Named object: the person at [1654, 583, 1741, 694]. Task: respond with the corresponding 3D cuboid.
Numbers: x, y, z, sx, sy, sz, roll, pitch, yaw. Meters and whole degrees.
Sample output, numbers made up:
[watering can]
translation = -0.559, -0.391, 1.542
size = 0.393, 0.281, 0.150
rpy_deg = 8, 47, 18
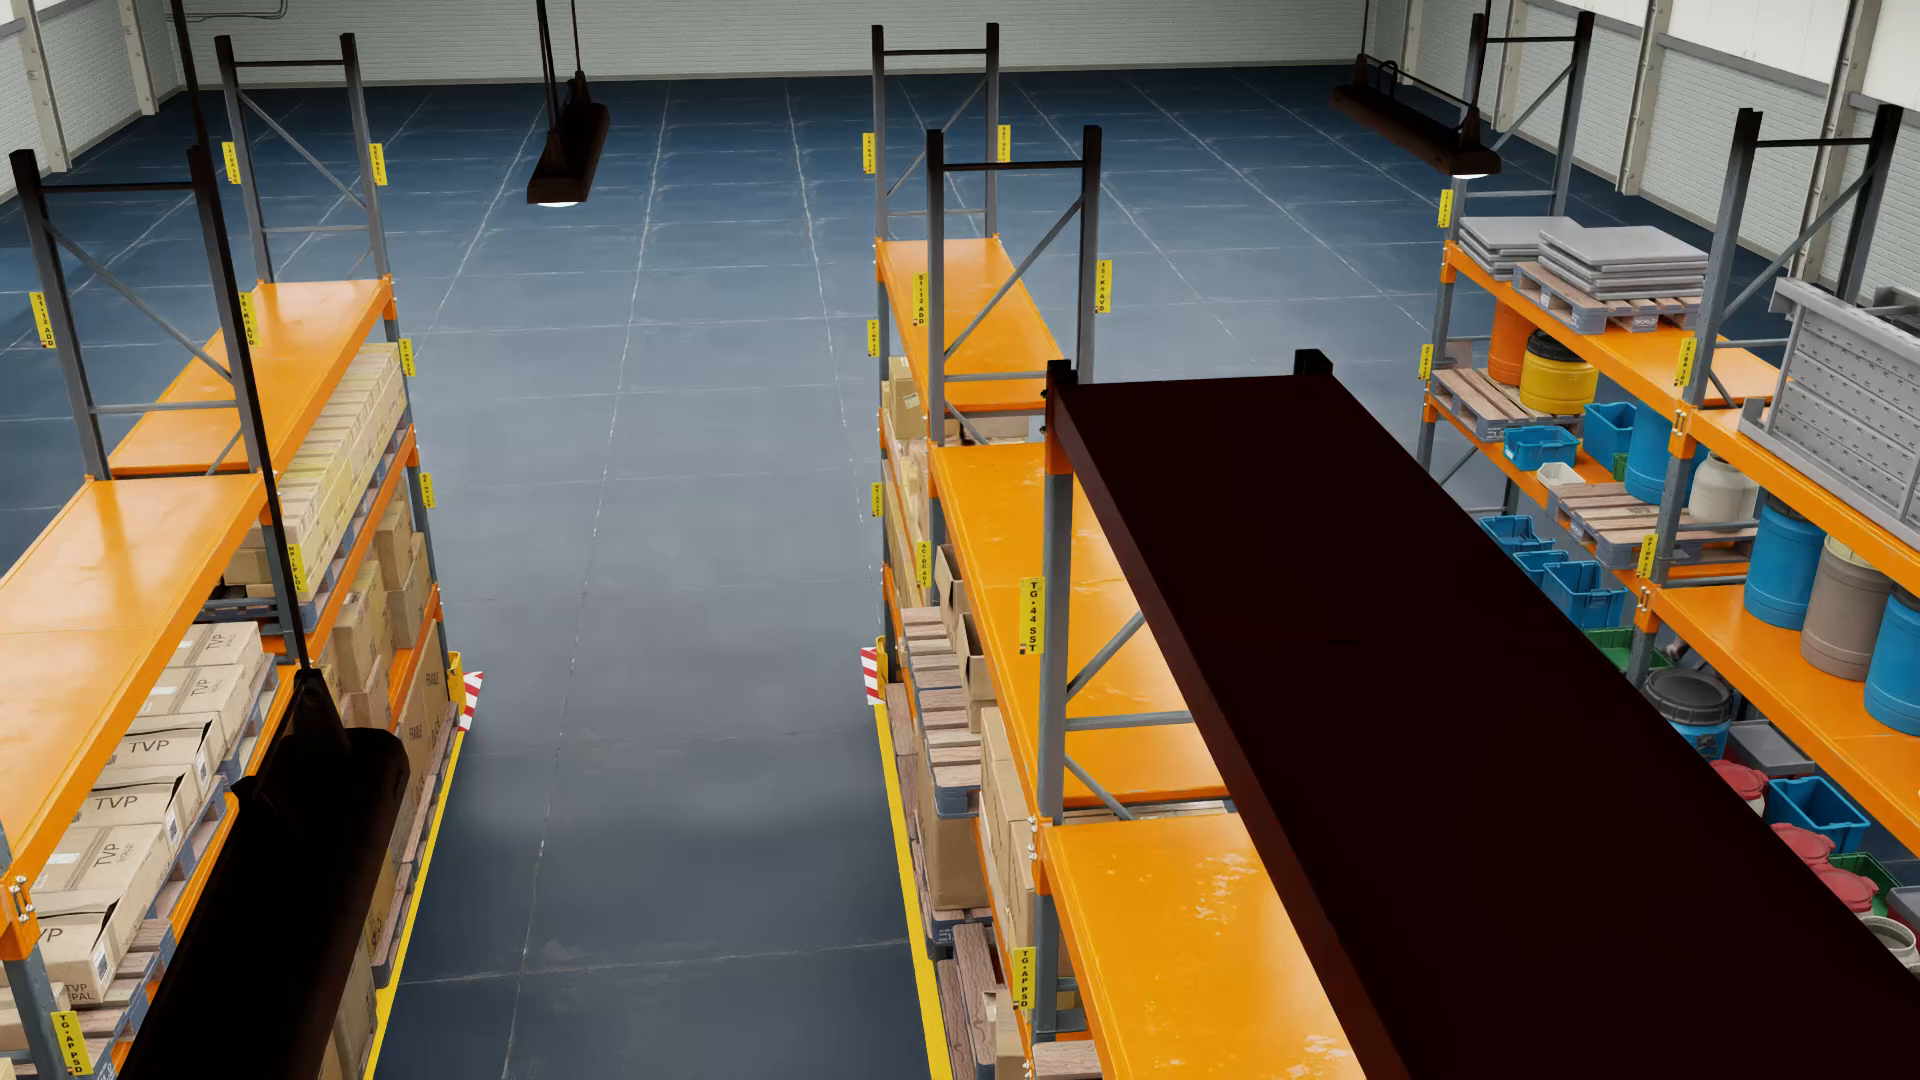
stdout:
[person]
translation = 6.897, 0.533, 15.378
size = 0.561, 1.670, 0.959
rpy_deg = -22, 33, -38
